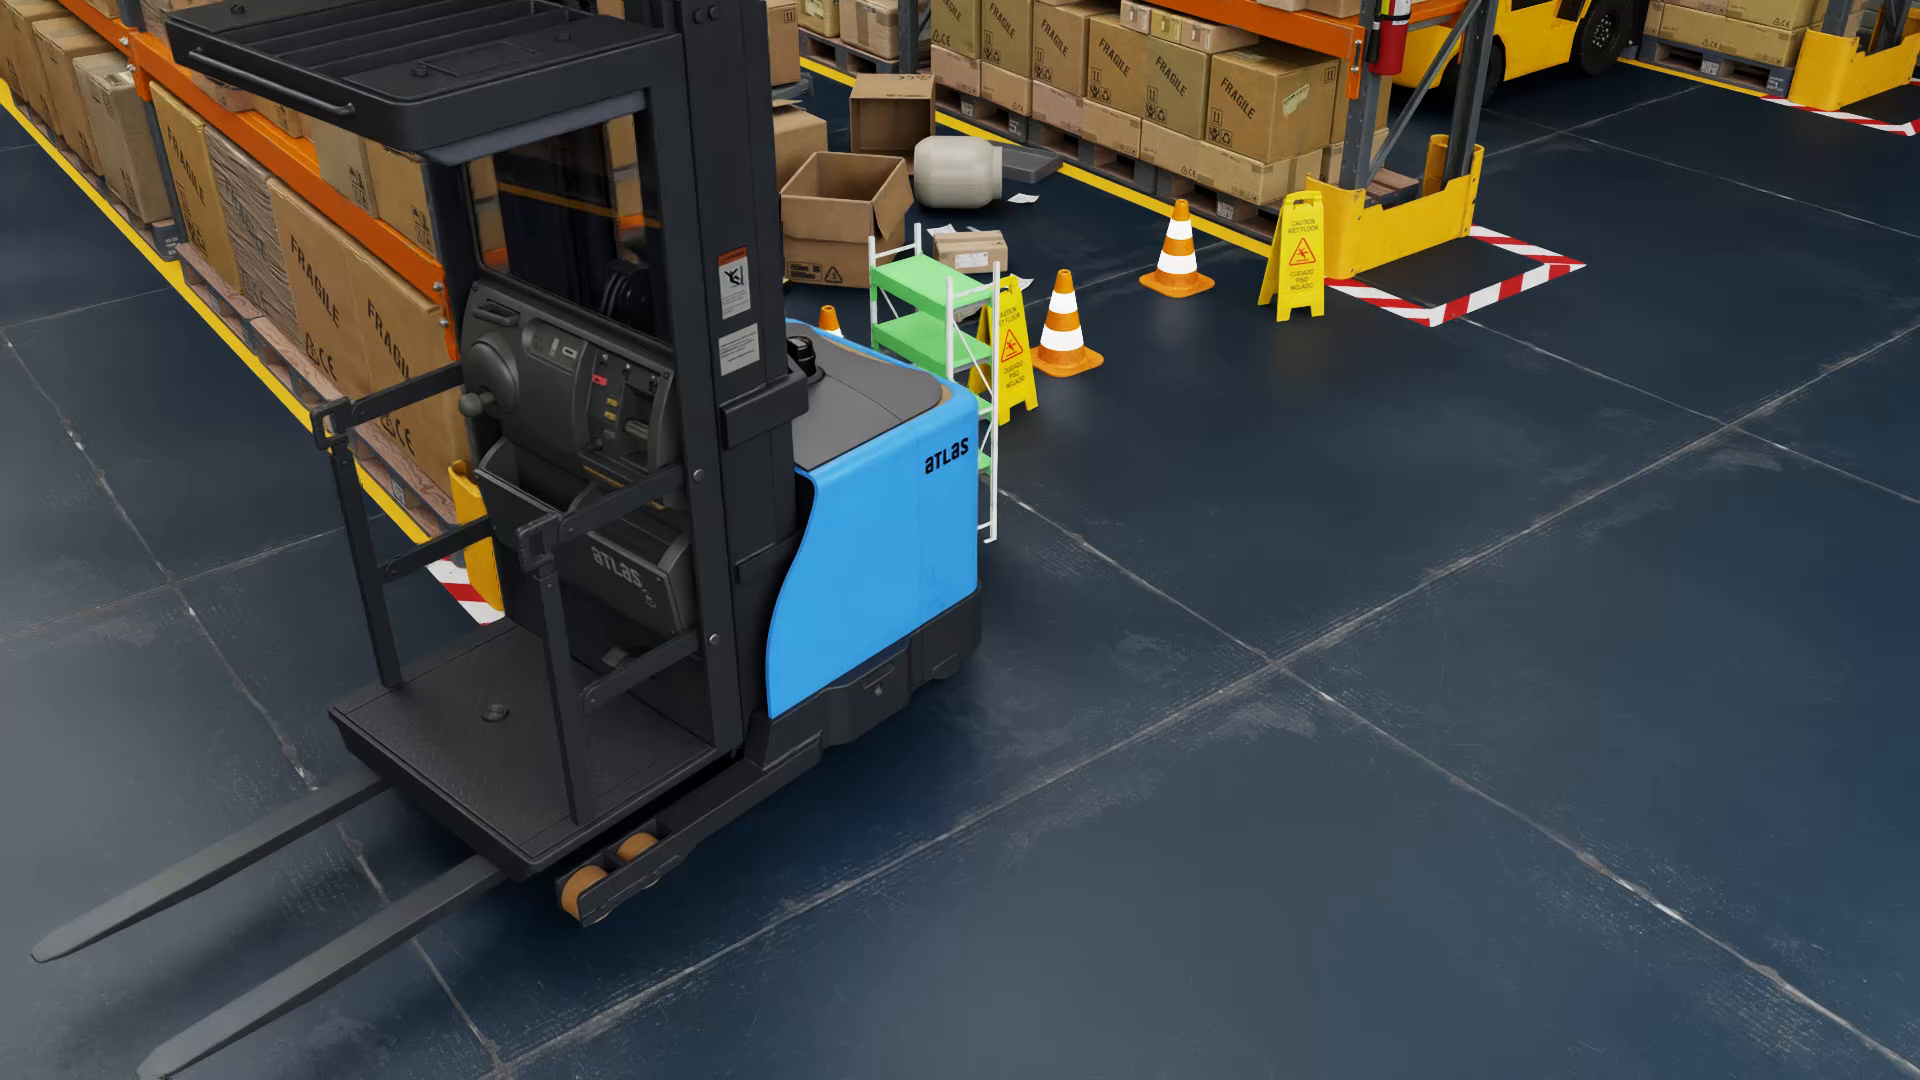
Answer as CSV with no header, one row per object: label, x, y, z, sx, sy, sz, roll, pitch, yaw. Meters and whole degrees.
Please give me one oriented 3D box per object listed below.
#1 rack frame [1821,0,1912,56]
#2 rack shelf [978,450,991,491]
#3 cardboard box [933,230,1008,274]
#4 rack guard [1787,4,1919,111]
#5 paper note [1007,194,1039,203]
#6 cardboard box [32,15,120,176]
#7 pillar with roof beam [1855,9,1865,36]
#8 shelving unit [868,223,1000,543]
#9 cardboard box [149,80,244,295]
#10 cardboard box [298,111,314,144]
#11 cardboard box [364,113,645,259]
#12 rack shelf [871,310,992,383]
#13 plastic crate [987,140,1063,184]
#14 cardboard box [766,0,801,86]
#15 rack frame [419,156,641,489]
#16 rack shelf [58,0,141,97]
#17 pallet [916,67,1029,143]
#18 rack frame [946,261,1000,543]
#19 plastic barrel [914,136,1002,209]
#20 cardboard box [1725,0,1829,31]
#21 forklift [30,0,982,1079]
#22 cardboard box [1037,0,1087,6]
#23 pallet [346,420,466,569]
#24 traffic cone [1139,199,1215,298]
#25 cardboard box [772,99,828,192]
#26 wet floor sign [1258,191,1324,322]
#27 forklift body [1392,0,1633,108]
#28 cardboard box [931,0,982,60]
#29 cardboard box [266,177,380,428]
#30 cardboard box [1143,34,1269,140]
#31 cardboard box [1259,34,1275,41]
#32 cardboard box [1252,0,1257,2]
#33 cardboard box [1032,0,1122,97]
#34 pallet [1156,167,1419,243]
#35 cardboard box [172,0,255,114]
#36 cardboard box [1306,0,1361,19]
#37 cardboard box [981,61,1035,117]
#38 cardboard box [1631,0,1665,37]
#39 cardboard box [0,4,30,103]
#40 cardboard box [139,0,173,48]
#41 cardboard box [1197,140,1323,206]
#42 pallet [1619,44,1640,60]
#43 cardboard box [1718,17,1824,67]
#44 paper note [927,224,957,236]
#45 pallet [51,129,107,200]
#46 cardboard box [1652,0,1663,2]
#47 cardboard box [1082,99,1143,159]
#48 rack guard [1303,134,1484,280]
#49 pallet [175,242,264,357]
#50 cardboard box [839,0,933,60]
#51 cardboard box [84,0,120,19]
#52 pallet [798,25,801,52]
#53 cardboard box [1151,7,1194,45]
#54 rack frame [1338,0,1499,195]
rack frame,6.372,-4.509,11.166,1.000,3.000,0.127,-22,38,-31
rack shelf,-0.102,-0.321,6.705,0.258,0.148,0.480,-22,38,-31
cardboard box,0.055,-1.583,9.157,0.380,0.149,0.250,-4,32,-7
rack guard,6.387,-3.437,11.810,1.175,0.500,0.348,-22,38,-31
paper note,0.386,-2.069,10.053,0.148,0.019,0.142,18,36,27
cardboard box,-4.887,-2.780,10.118,1.050,0.750,0.750,-22,38,-31
pillar with roof beam,3.257,-6.246,8.278,9.100,9.000,0.400,-22,38,-31
shelving unit,-0.101,-0.579,6.545,0.258,1.200,0.503,-22,38,-31
cardboard box,-3.517,-1.916,8.607,0.875,0.875,0.875,-22,38,-31
cardboard box,-2.256,-1.958,6.917,0.875,0.550,0.550,-22,38,-31
cardboard box,-1.658,-1.461,6.118,0.875,0.550,0.550,-22,38,-31
rack shelf,-0.101,-0.728,6.452,0.258,0.148,0.480,-22,38,-31
plastic crate,0.316,-2.408,10.552,0.583,0.080,0.402,18,36,27
cardboard box,-1.387,-3.240,10.775,0.500,0.500,0.500,-22,38,-31
rack frame,-1.394,-1.258,5.932,1.000,3.000,0.127,-22,38,-31
rack shelf,-5.074,-3.453,10.148,1.077,0.370,4.000,-22,38,-31
pallet,0.441,-3.115,11.566,1.003,0.211,1.213,-22,38,-31
rack frame,0.048,-0.477,6.381,0.240,1.200,0.015,-22,38,-31
plastic barrel,-0.009,-2.178,9.855,0.512,0.421,0.421,1,32,2
cardboard box,5.827,-3.833,11.813,0.500,0.250,0.500,-23,38,-32
forklift,-1.277,-0.414,4.639,1.130,2.935,3.031,25,40,34
cardboard box,0.663,-3.443,10.333,0.380,0.149,0.250,-20,37,-29
pallet,-1.946,-0.381,7.163,1.003,0.211,1.213,-22,38,-31
traffic cone,1.171,-1.585,8.864,0.336,0.463,0.334,-22,38,-31
cardboard box,-1.203,-2.198,9.684,0.797,0.637,0.503,-22,38,-31
wet floor sign,1.725,-1.476,8.515,0.267,0.644,0.232,-10,33,-15
forklift body,3.768,-4.348,11.712,2.313,2.155,1.214,-22,38,-31
cardboard box,0.149,-3.564,11.143,0.500,0.500,0.500,-20,37,-29
cardboard box,-2.404,-1.161,7.392,0.875,0.875,0.875,-23,39,-32
cardboard box,1.434,-2.696,9.745,0.500,0.500,0.500,-21,37,-30
cardboard box,1.838,-2.882,10.045,0.500,0.500,0.500,-24,39,-33
cardboard box,1.672,-3.065,9.079,0.380,0.149,0.250,-23,39,-32
cardboard box,0.804,-3.128,10.441,0.500,0.500,0.500,-20,37,-29
pallet,1.937,-2.098,9.929,1.003,0.211,1.213,-22,38,-31
cardboard box,-3.018,-2.353,7.554,0.875,0.550,0.550,-22,38,-31
cardboard box,2.055,-2.881,8.784,0.380,0.149,0.250,-21,37,-30
cardboard box,0.486,-3.027,10.988,0.500,0.250,0.500,-20,37,-29
cardboard box,5.238,-4.034,12.611,0.500,0.250,0.500,-22,38,-31
cardboard box,-5.998,-3.532,11.327,1.050,0.750,0.750,-23,38,-32
cardboard box,-3.612,-2.839,8.335,0.875,0.550,0.550,-22,38,-31
cardboard box,1.731,-2.171,9.611,0.500,0.250,0.500,-22,38,-32
pallet,5.126,-4.138,13.212,1.003,0.211,1.213,-22,38,-31
cardboard box,5.835,-3.613,11.932,0.500,0.250,0.500,-22,38,-31
paper note,-0.101,-1.788,9.610,0.148,0.019,0.142,-10,33,-15
pallet,-5.132,-2.546,10.649,1.003,0.211,1.213,-22,38,-31
cardboard box,5.195,-4.254,12.491,0.500,0.250,0.500,-23,39,-32
cardboard box,1.109,-2.596,10.295,0.500,0.250,0.500,-24,39,-33
rack guard,2.407,-1.871,9.289,1.175,0.500,0.348,-22,38,-31
pallet,-3.443,-1.398,8.801,1.003,0.211,1.213,-22,38,-31
cardboard box,-0.323,-3.848,12.196,0.950,0.372,0.625,-22,38,-31
cardboard box,-4.378,-3.098,8.801,0.500,0.500,0.500,-23,38,-32
pallet,-1.230,-4.217,13.339,1.003,0.211,1.213,-22,38,-31
cardboard box,1.327,-2.992,9.607,0.380,0.149,0.250,-22,38,-31
rack frame,2.454,-2.901,8.578,1.000,3.000,0.127,-22,38,-31
